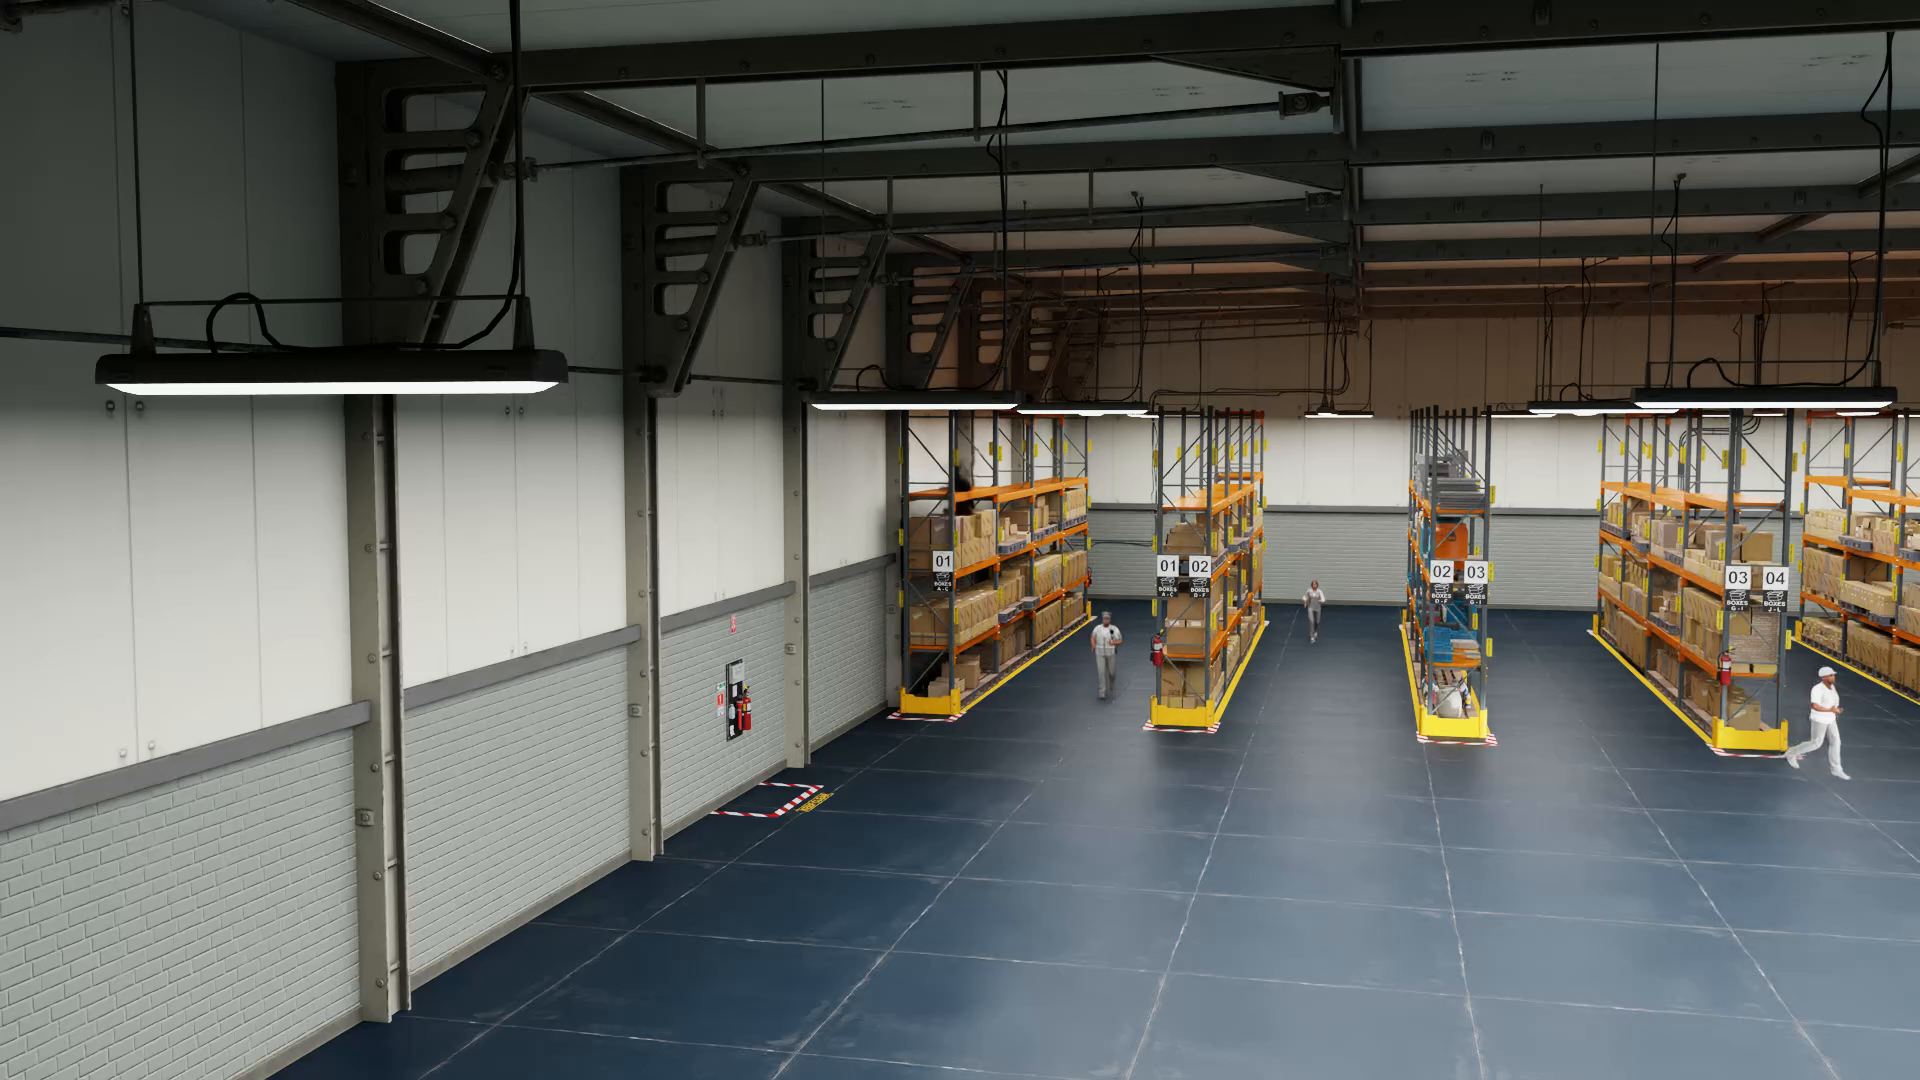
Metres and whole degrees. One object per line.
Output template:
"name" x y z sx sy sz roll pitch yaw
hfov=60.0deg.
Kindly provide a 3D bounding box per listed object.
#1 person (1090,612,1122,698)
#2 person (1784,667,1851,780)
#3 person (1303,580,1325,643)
"person" 3.029 2.355 34.521 0.673 1.755 0.944 1 4 9
"person" 13.873 2.918 26.805 0.711 1.776 0.979 -3 5 -37
"person" 9.158 1.823 43.022 0.539 1.583 0.893 1 4 7
